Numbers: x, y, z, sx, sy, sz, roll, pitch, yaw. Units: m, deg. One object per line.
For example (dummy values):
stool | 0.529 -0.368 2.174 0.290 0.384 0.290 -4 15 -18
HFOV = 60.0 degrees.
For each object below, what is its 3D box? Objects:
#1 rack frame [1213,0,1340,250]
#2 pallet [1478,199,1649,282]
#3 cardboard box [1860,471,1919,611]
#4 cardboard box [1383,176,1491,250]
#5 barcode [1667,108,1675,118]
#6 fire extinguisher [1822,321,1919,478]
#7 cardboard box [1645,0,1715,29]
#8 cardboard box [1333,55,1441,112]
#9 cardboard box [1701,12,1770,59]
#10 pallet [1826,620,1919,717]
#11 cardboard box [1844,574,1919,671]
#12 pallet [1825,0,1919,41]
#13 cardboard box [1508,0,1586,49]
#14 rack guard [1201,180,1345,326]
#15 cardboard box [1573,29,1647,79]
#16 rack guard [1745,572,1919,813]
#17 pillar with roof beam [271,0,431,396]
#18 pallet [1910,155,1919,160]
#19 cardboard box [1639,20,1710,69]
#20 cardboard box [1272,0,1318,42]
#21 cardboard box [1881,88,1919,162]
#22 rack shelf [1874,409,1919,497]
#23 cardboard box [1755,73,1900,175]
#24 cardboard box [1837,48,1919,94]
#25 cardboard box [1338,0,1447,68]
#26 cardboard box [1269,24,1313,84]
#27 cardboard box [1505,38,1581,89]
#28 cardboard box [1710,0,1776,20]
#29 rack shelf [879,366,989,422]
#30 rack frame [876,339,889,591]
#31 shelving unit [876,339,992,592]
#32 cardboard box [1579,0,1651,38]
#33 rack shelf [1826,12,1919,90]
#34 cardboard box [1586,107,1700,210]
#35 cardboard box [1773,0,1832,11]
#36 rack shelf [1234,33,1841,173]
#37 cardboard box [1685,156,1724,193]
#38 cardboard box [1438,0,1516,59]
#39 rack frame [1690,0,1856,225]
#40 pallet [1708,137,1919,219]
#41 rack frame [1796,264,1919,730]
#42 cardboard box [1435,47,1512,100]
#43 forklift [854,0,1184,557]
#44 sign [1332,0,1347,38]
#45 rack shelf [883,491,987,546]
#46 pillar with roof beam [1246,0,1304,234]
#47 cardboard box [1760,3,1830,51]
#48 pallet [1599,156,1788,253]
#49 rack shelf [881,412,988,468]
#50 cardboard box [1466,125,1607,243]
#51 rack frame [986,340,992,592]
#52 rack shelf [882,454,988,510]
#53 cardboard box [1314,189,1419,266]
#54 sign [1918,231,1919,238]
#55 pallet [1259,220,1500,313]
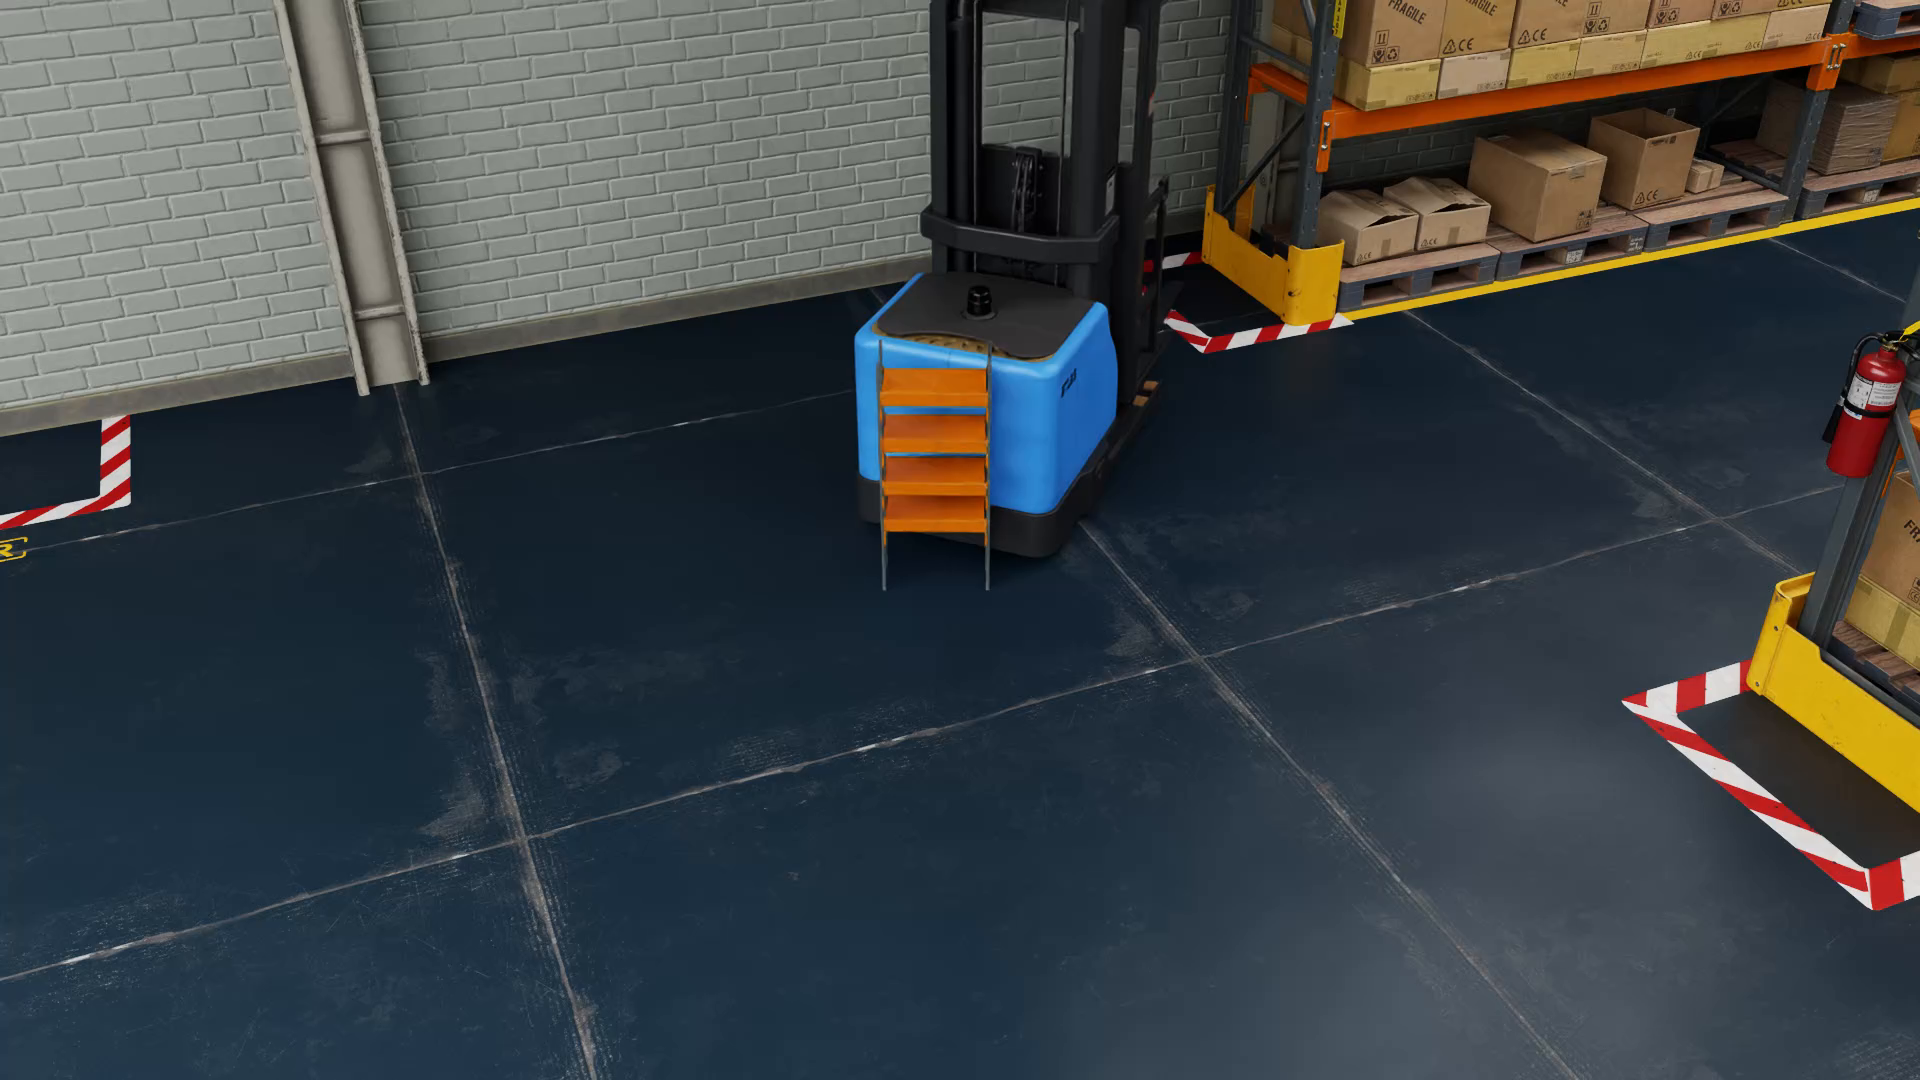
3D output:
rack frame | 1.910 -2.884 9.932 0.127 3.000 1.000 -13 35 -19
pallet | 3.866 -2.140 11.346 1.213 0.211 1.003 -13 35 -19
cardboard box | 4.210 0.006 6.940 0.500 0.500 0.500 -13 35 -19
cardboard box | 3.108 -2.162 10.885 0.500 0.311 0.500 -10 34 -15
barcode | 5.007 -3.006 11.715 0.075 0.075 0.001 -13 35 -19
fire extinguisher | 3.542 -0.570 6.446 0.183 0.674 0.296 -13 35 -19
cardboard box | 4.355 -3.524 10.347 0.500 0.500 0.500 -14 36 -20
cardboard box | 2.483 -2.773 9.880 0.500 0.250 0.500 -14 36 -20
cardboard box | 4.816 -3.320 10.722 0.500 0.250 0.500 -13 35 -19
pallet | 4.520 0.593 7.146 1.213 0.211 1.003 -13 35 -19
cardboard box | 4.211 0.321 7.142 0.500 0.250 0.500 -13 35 -19
pallet | 6.359 -3.736 11.418 1.213 0.211 1.003 -13 35 -19
cardboard box | 3.405 -3.299 10.001 0.500 0.500 0.500 -14 36 -20
rack guard | 1.980 -1.852 10.638 0.348 0.500 1.175 -13 35 -19
cardboard box | 3.895 -3.100 10.383 0.500 0.250 0.500 -13 35 -19
rack guard | 3.809 0.659 6.779 0.348 0.500 1.175 -13 35 -19
pillar with roof beam | -1.645 -2.550 3.917 0.400 9.000 9.100 -13 35 -19
pallet | 7.442 -2.984 12.643 1.213 0.211 1.003 -13 35 -19
cardboard box | 4.358 -3.207 10.547 0.500 0.250 0.500 -13 35 -19
cardboard box | 2.262 -3.350 10.080 0.500 0.500 0.500 -13 35 -19
cardboard box | 6.727 -3.163 12.250 0.500 0.500 0.700 -14 35 -20
rack shelf | 5.675 -0.514 6.950 4.000 0.370 1.077 -13 35 -19
cardboard box | 6.270 -3.029 12.043 0.500 0.500 0.700 -12 35 -17
cardboard box | 6.675 -3.438 11.984 0.500 0.250 0.500 -14 35 -20
cardboard box | 2.466 -3.093 9.685 0.500 0.500 0.500 -13 35 -19
cardboard box | 2.266 -3.026 10.269 0.500 0.250 0.500 -12 35 -18
cardboard box | 3.428 -2.994 10.221 0.500 0.250 0.500 -13 35 -20
cardboard box | 4.824 -3.625 10.502 0.500 0.500 0.500 -13 35 -19
rack shelf | -0.112 -0.655 7.436 0.480 0.148 0.258 0 33 1
rack frame | -0.356 -0.328 7.653 0.015 1.200 0.240 0 33 1
shelving unit | -0.112 -0.326 7.650 0.503 1.200 0.258 0 33 1
cardboard box | 3.876 -3.414 10.178 0.500 0.500 0.500 -12 35 -17
rack shelf | 7.442 -3.849 12.075 4.000 0.370 1.077 -13 35 -19
cardboard box | 4.657 -2.626 11.424 0.500 0.500 0.500 -16 36 -22
cardboard box | 5.282 -3.733 10.668 0.500 0.500 0.500 -13 35 -19
rack shelf | 3.754 -3.005 10.777 4.000 0.370 1.077 -13 35 -19
cardboard box | 5.116 -2.597 11.686 0.250 0.166 0.380 -18 37 -25
cardboard box | 2.926 -3.193 9.838 0.500 0.500 0.500 -13 35 -19
rack frame | 5.598 -3.728 11.230 0.127 3.000 1.000 -13 35 -19
pallet | 6.315 -2.725 12.244 1.213 0.211 1.003 -13 35 -19
rack frame | 3.831 -0.394 6.105 0.127 3.000 1.000 -13 35 -19
cardboard box | 2.956 -2.890 10.060 0.500 0.250 0.500 -14 36 -20
forklift | 0.506 -1.939 8.542 1.130 2.935 3.031 12 35 18
sign | 2.120 -2.974 9.277 0.005 0.325 0.100 -13 35 -19
rack shelf | -0.112 -0.103 7.795 0.480 0.148 0.258 0 33 1
pillar with roof beam | 3.887 -3.816 5.864 0.400 9.000 9.100 -13 35 -19
cardboard box | 5.279 -3.422 10.877 0.500 0.250 0.500 -13 35 -19
pallet | 4.993 -2.400 11.745 1.213 0.211 1.003 -13 35 -19
rack shelf | -0.112 -0.457 7.565 0.480 0.148 0.258 0 33 1
cardboard box | 3.804 -2.372 11.033 0.500 0.500 0.700 -15 36 -22
rack frame | 0.132 -0.324 7.648 0.015 1.200 0.240 0 33 1
rack shelf | -0.112 -0.269 7.687 0.480 0.148 0.258 0 33 1
cardboard box | 2.583 -2.042 10.700 0.500 0.311 0.500 -17 37 -24
sign | 3.634 -1.254 6.148 0.005 0.325 0.100 -13 35 -19
pallet | 2.743 -1.885 10.953 1.213 0.211 1.003 -13 35 -19
